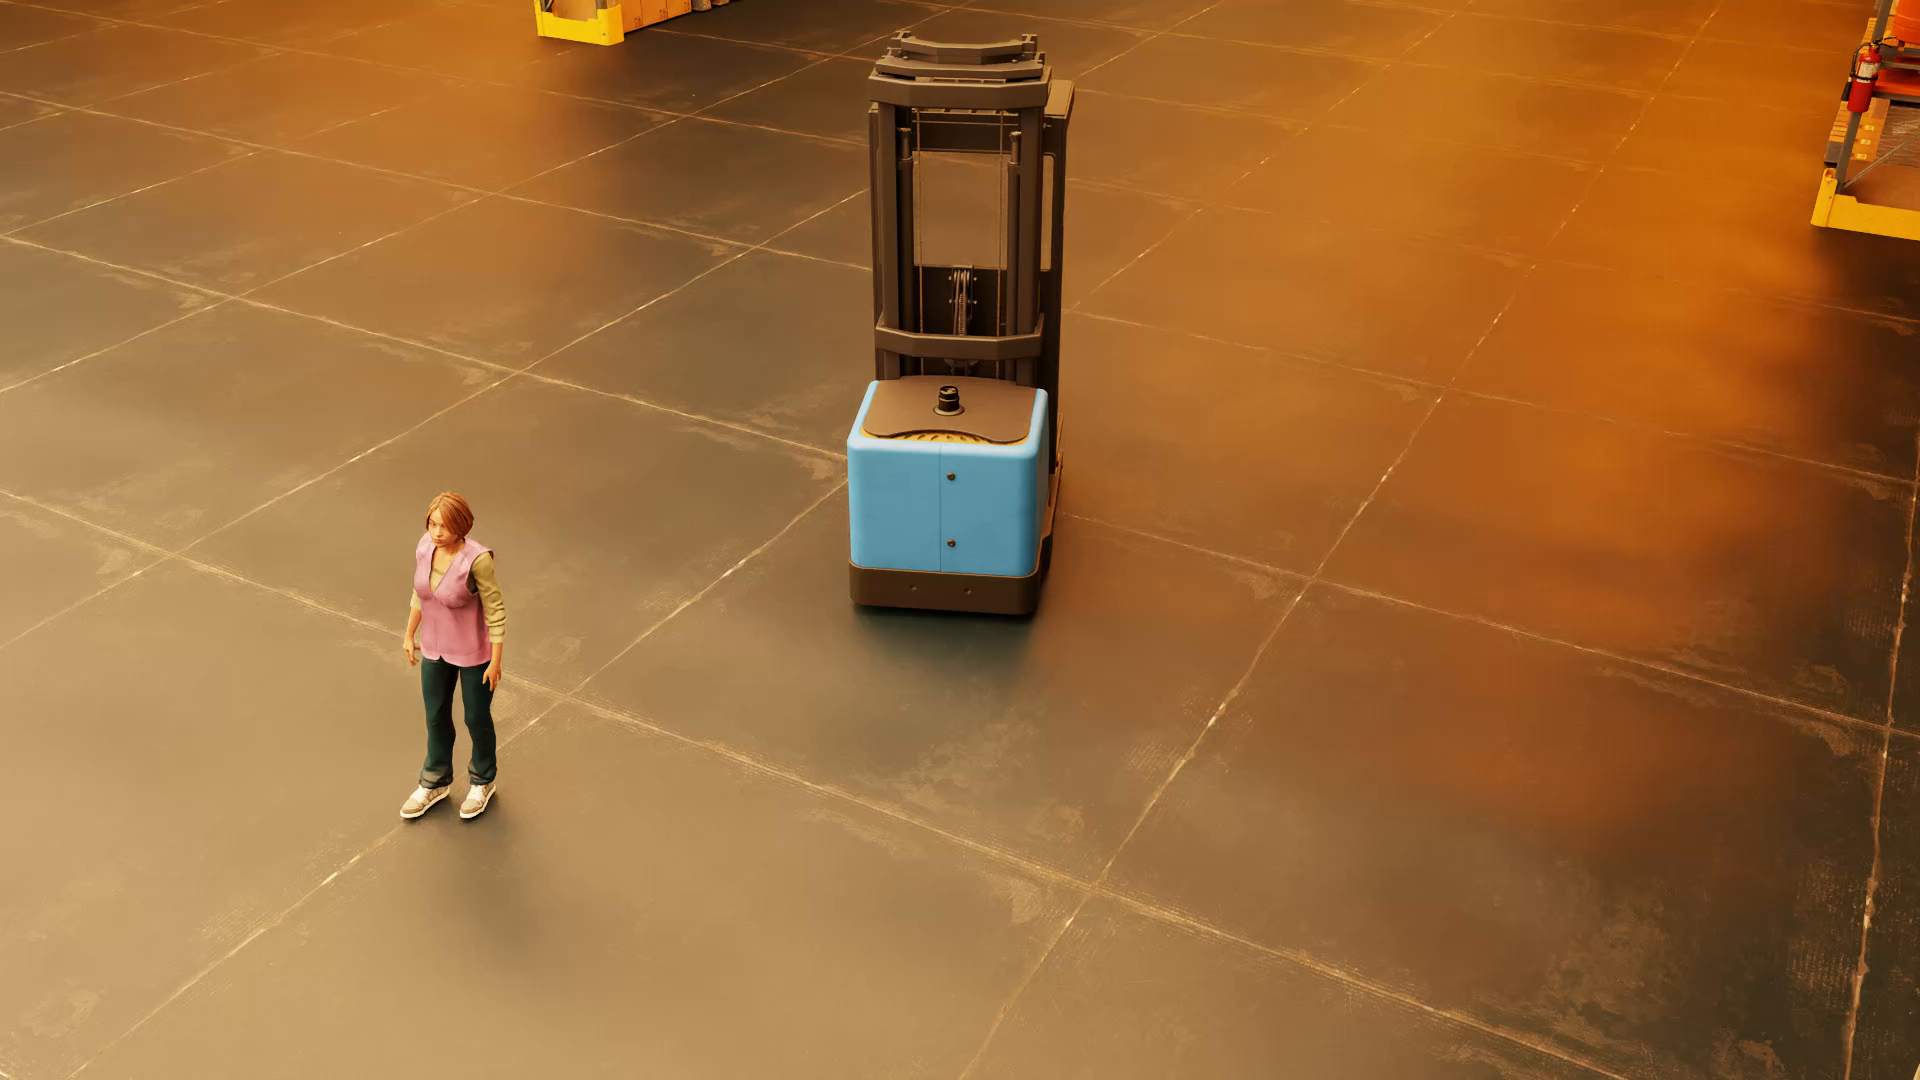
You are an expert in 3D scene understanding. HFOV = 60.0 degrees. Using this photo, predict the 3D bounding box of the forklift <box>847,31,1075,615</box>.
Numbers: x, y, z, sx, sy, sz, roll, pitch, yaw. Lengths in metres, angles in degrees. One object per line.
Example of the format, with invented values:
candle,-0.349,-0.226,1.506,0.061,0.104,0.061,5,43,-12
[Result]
forklift,0.072,-1.572,9.794,1.130,2.935,3.031,3,30,6

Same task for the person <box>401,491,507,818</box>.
person,-2.295,0.545,7.450,0.519,1.594,0.474,11,32,18
